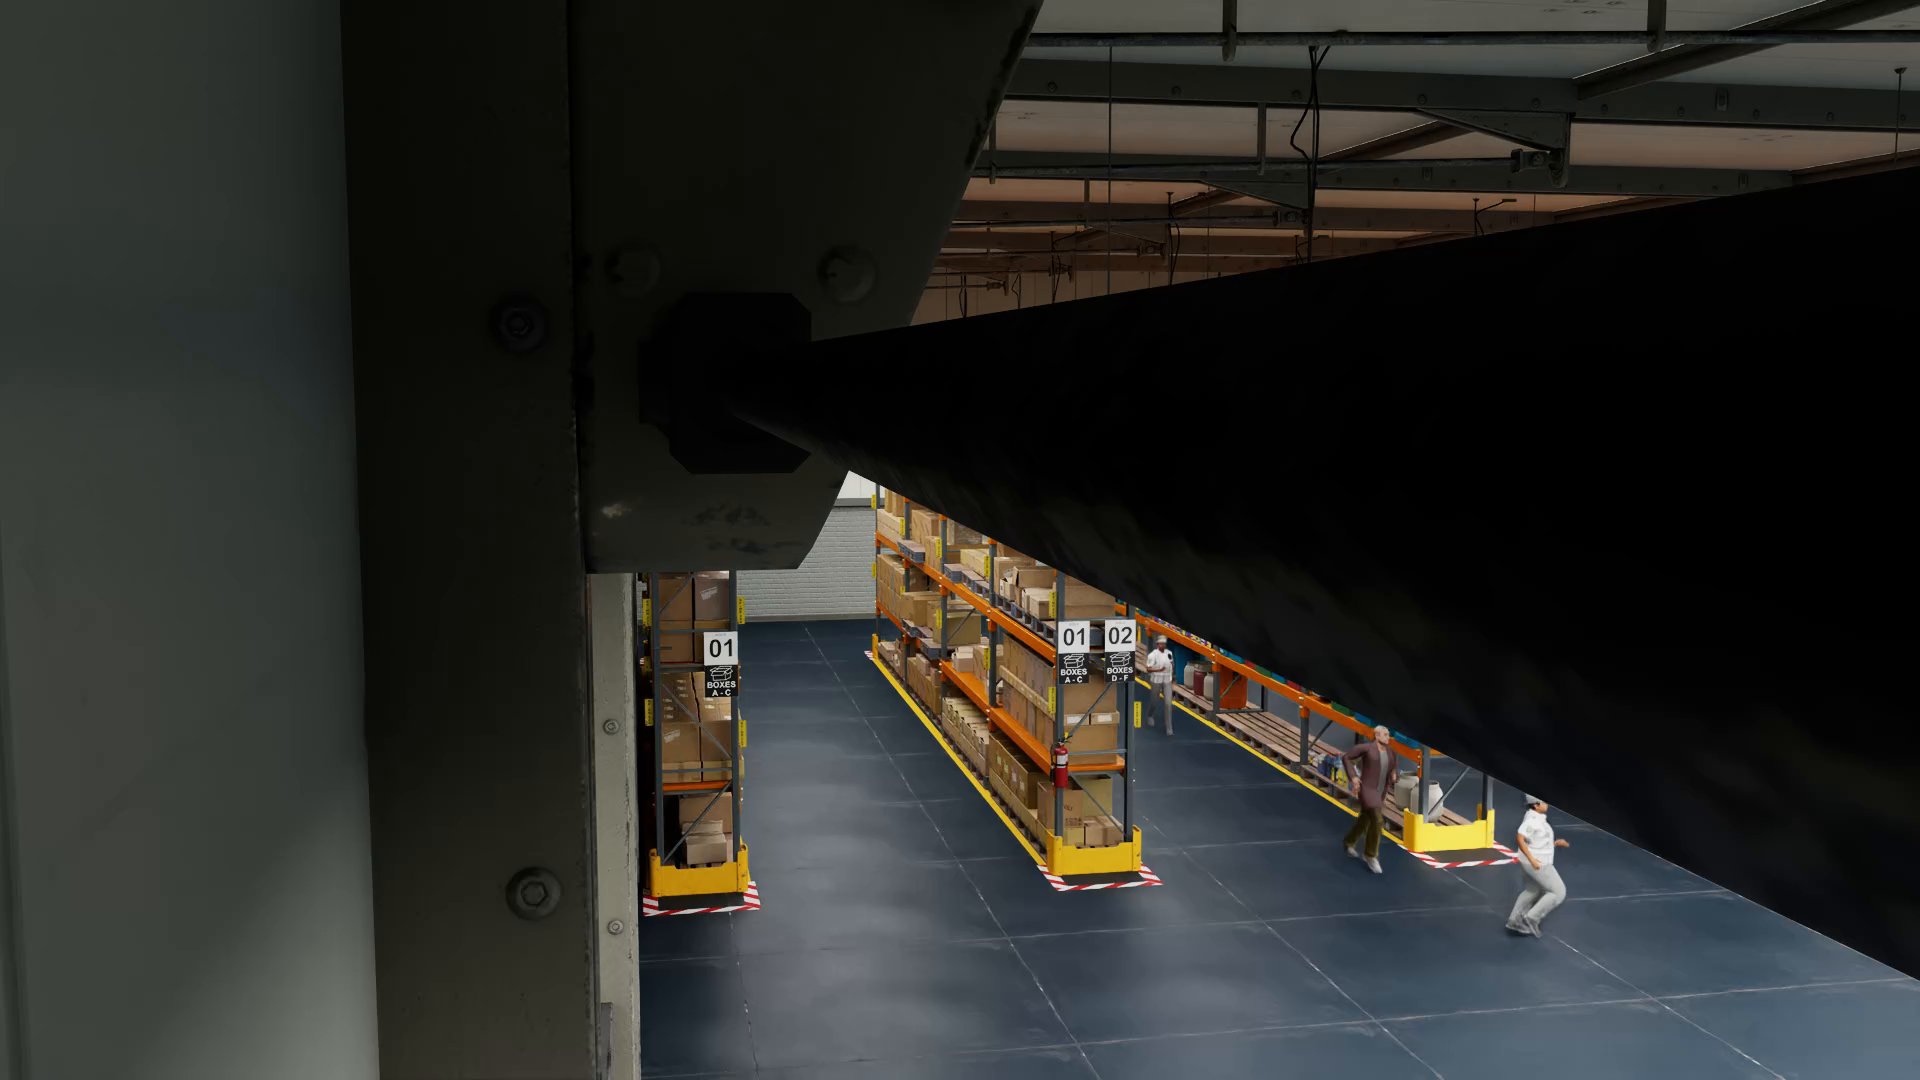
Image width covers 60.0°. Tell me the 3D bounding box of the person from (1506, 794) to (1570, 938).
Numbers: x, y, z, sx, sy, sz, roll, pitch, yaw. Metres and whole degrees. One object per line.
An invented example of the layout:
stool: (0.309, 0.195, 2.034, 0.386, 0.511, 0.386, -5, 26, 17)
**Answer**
person: (6.458, 3.606, 18.540, 0.634, 1.640, 0.586, 1, 6, 11)

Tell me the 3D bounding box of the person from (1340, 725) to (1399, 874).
person: (5.304, 3.269, 21.350, 0.678, 1.798, 0.841, -4, 7, -33)

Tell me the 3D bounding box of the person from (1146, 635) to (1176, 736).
person: (3.512, 2.489, 29.009, 0.572, 1.686, 0.934, -1, 6, -9)
